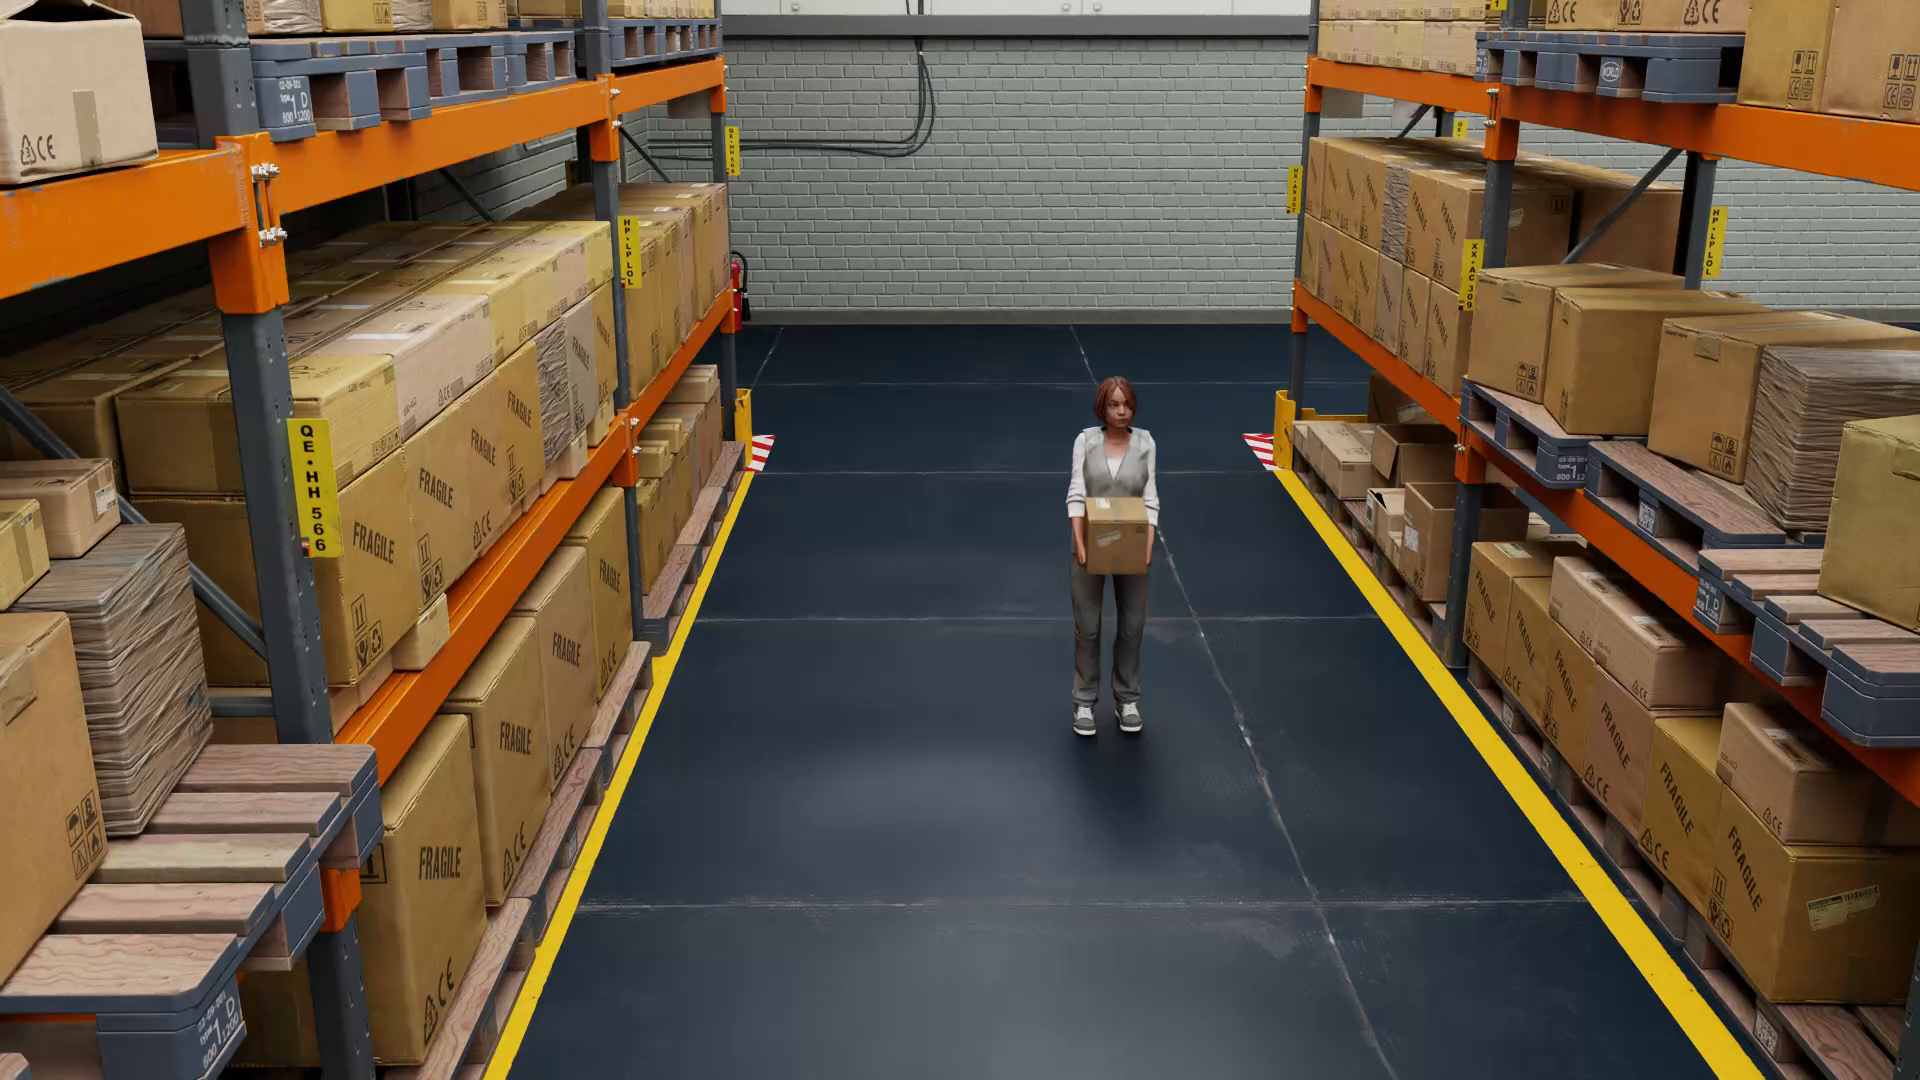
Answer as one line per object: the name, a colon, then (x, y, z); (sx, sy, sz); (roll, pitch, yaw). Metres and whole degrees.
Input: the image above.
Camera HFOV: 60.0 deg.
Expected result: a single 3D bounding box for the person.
person: (0.663, 0.094, 7.275); (0.404, 1.591, 0.497); (0, 17, 0)
